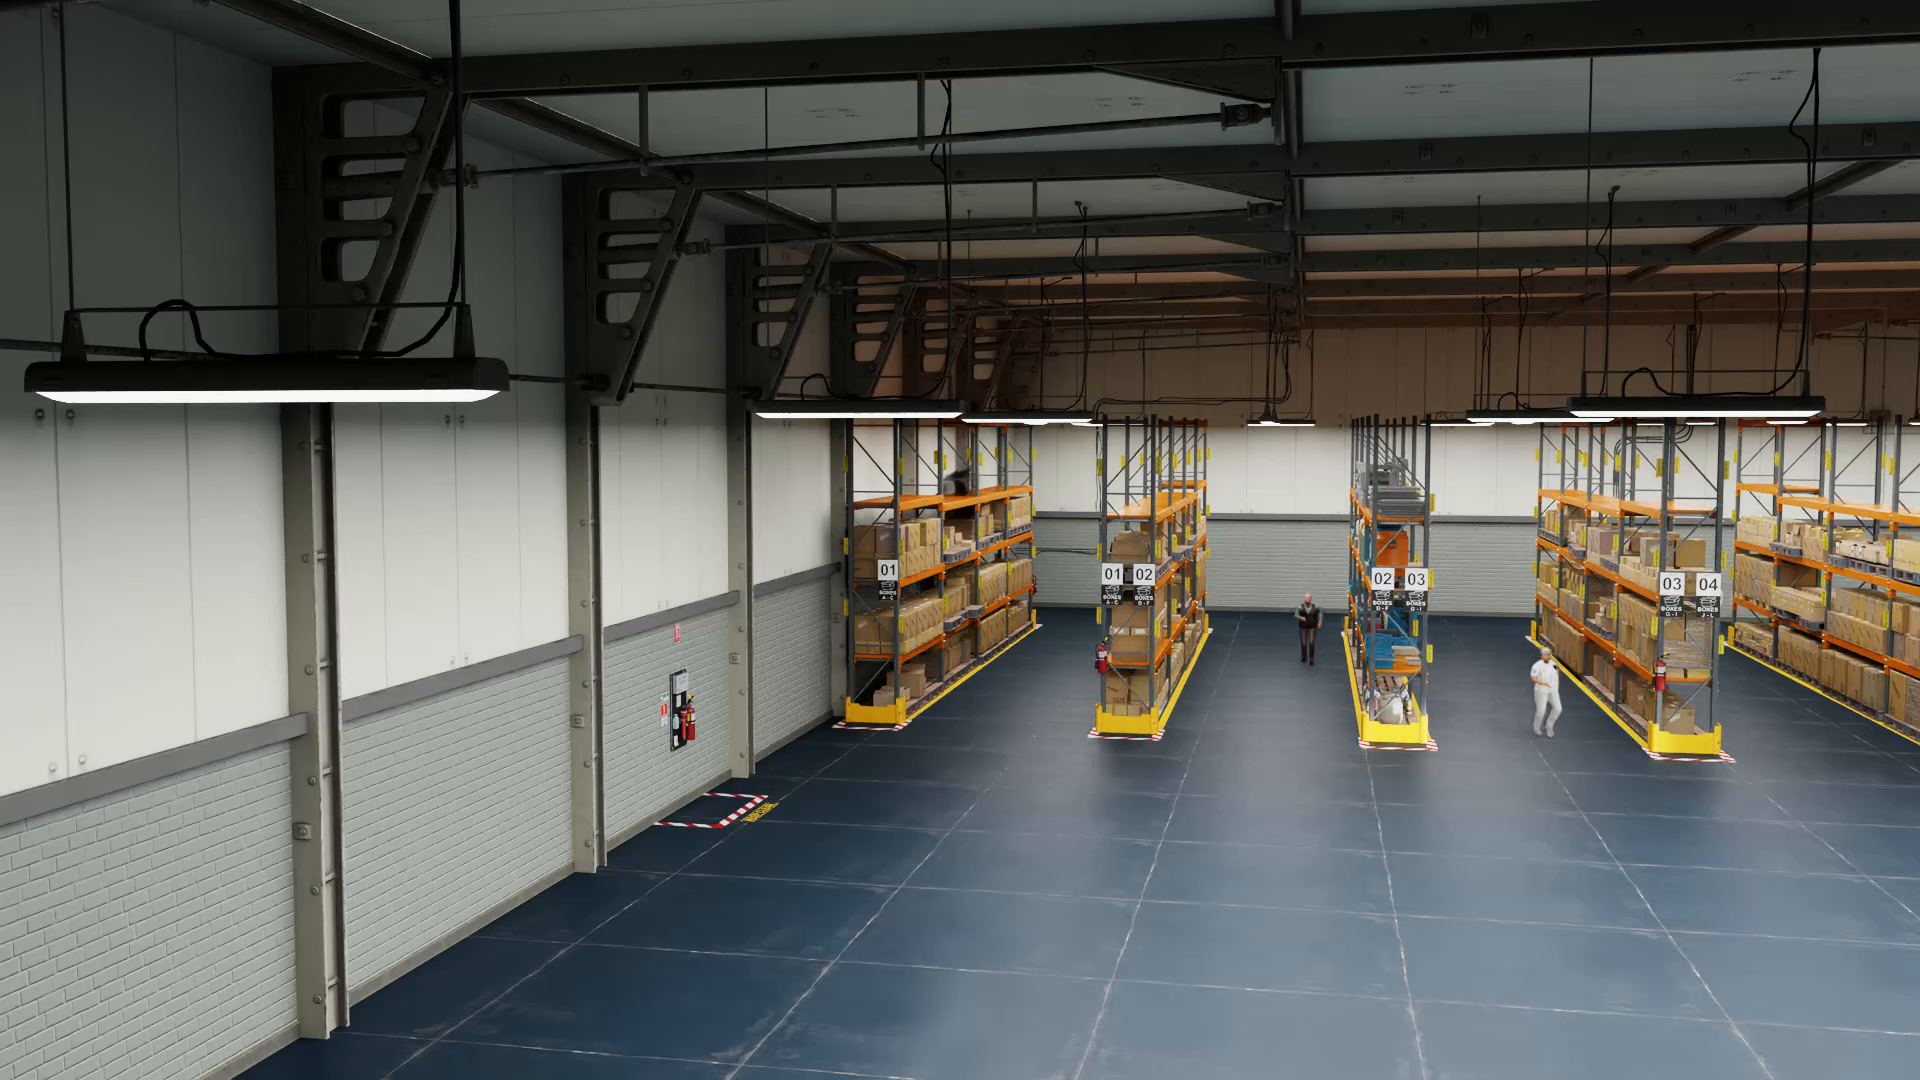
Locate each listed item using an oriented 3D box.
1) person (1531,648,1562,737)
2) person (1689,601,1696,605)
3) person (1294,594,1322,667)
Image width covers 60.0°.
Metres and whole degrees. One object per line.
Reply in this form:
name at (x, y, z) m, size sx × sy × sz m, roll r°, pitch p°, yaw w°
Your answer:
person at (10.931, 2.843, 30.999) m, size 0.605 × 1.666 × 0.646 m, roll 0°, pitch 4°, yaw -3°
person at (19.007, 2.056, 42.802) m, size 0.542 × 1.658 × 0.907 m, roll 1°, pitch 4°, yaw 10°
person at (8.426, 2.196, 40.285) m, size 0.673 × 1.804 × 0.760 m, roll 1°, pitch 4°, yaw 12°
